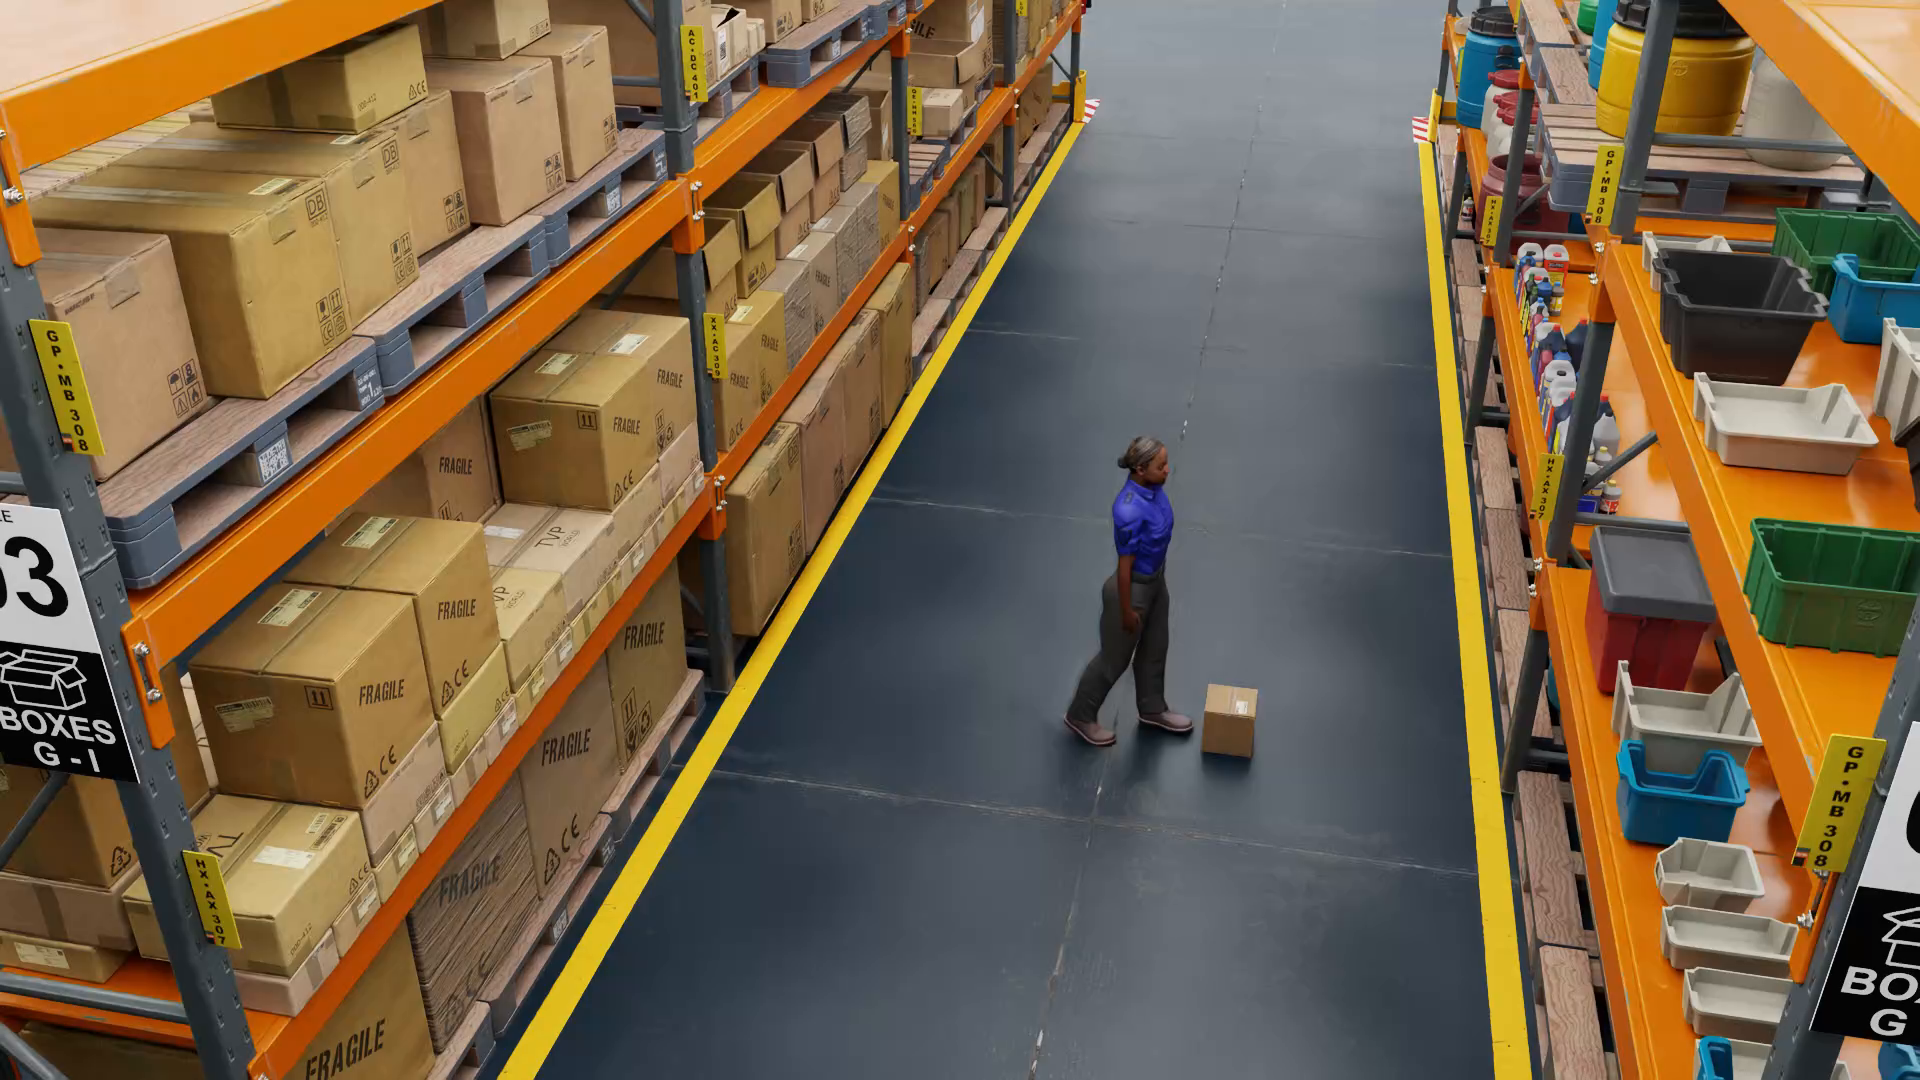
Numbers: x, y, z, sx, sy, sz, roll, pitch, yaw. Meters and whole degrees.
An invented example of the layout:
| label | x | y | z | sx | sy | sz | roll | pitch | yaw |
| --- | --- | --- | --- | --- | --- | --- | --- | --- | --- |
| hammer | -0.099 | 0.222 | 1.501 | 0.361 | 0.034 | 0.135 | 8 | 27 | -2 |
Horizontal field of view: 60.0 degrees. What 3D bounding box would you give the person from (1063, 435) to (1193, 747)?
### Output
| label | x | y | z | sx | sy | sz | roll | pitch | yaw |
| --- | --- | --- | --- | --- | --- | --- | --- | --- | --- |
| person | 0.871 | 0.248 | 8.163 | 0.615 | 1.669 | 0.449 | 12 | 31 | 21 |
